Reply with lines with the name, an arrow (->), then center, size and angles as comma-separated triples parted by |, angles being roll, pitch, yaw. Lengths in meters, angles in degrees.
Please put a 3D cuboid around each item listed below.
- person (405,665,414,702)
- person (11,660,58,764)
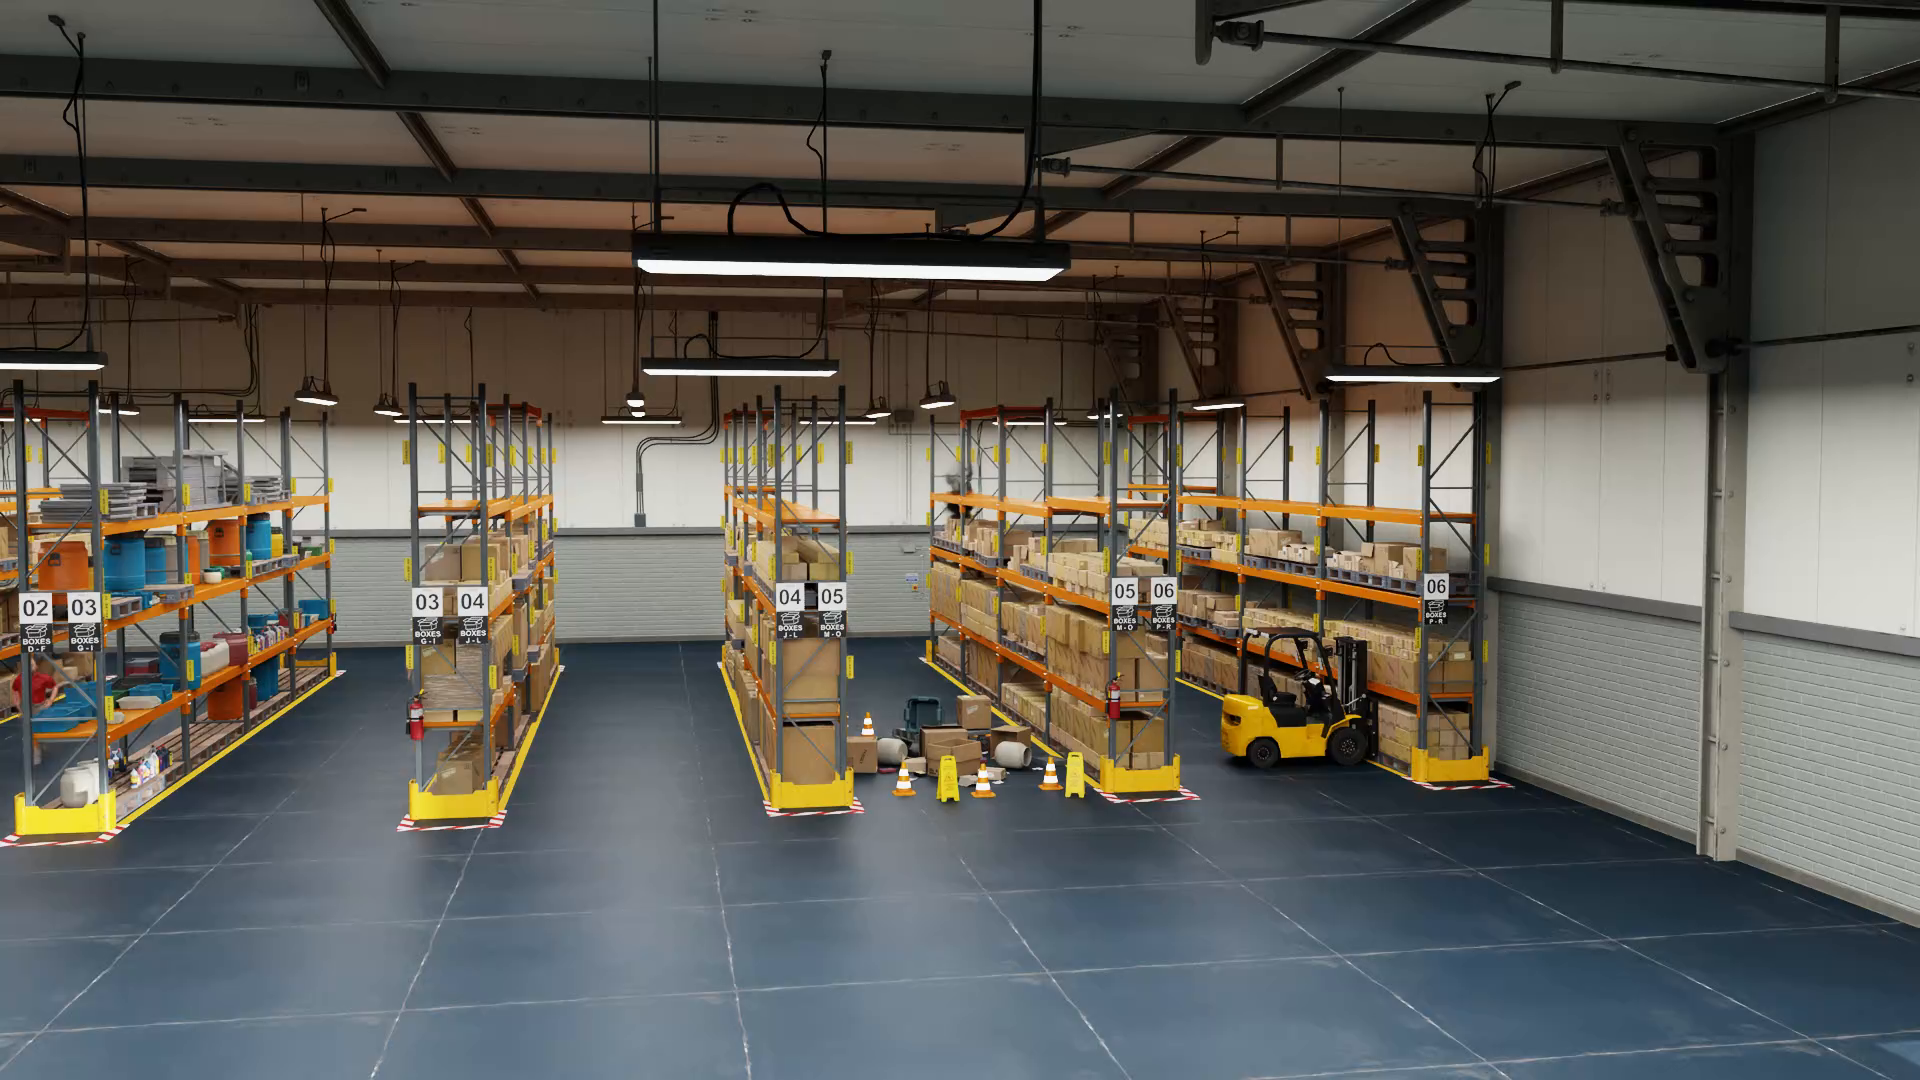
person -> -10.022, 2.620, 30.908 | 0.569, 1.625, 0.724 | -1, 3, -12
person -> -15.157, 2.792, 27.233 | 0.684, 1.693, 0.642 | -1, 3, -15
